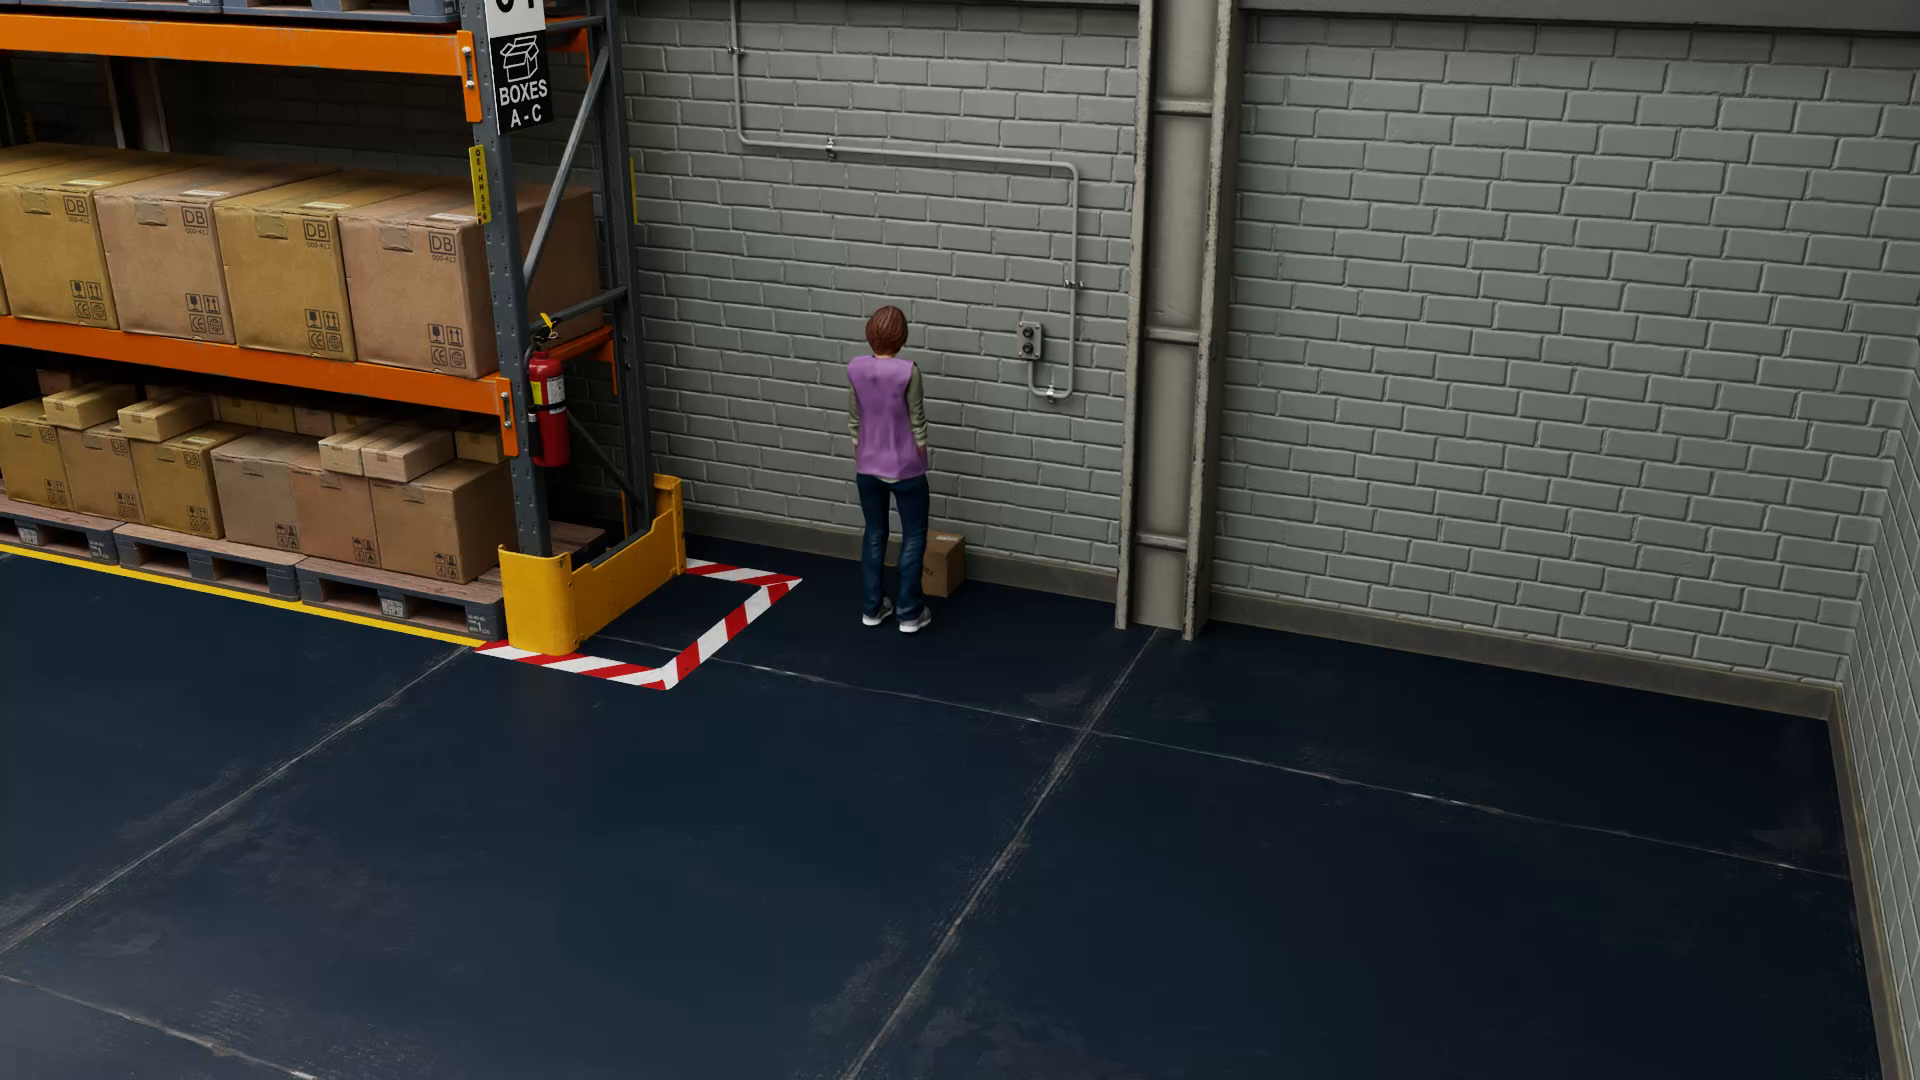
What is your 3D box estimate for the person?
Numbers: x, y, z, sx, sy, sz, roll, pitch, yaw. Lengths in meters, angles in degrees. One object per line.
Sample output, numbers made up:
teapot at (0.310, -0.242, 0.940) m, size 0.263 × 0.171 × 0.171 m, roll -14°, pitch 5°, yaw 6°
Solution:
person at (-0.344, -0.326, 7.907) m, size 0.409 × 1.594 × 0.304 m, roll 9°, pitch 24°, yaw 21°
